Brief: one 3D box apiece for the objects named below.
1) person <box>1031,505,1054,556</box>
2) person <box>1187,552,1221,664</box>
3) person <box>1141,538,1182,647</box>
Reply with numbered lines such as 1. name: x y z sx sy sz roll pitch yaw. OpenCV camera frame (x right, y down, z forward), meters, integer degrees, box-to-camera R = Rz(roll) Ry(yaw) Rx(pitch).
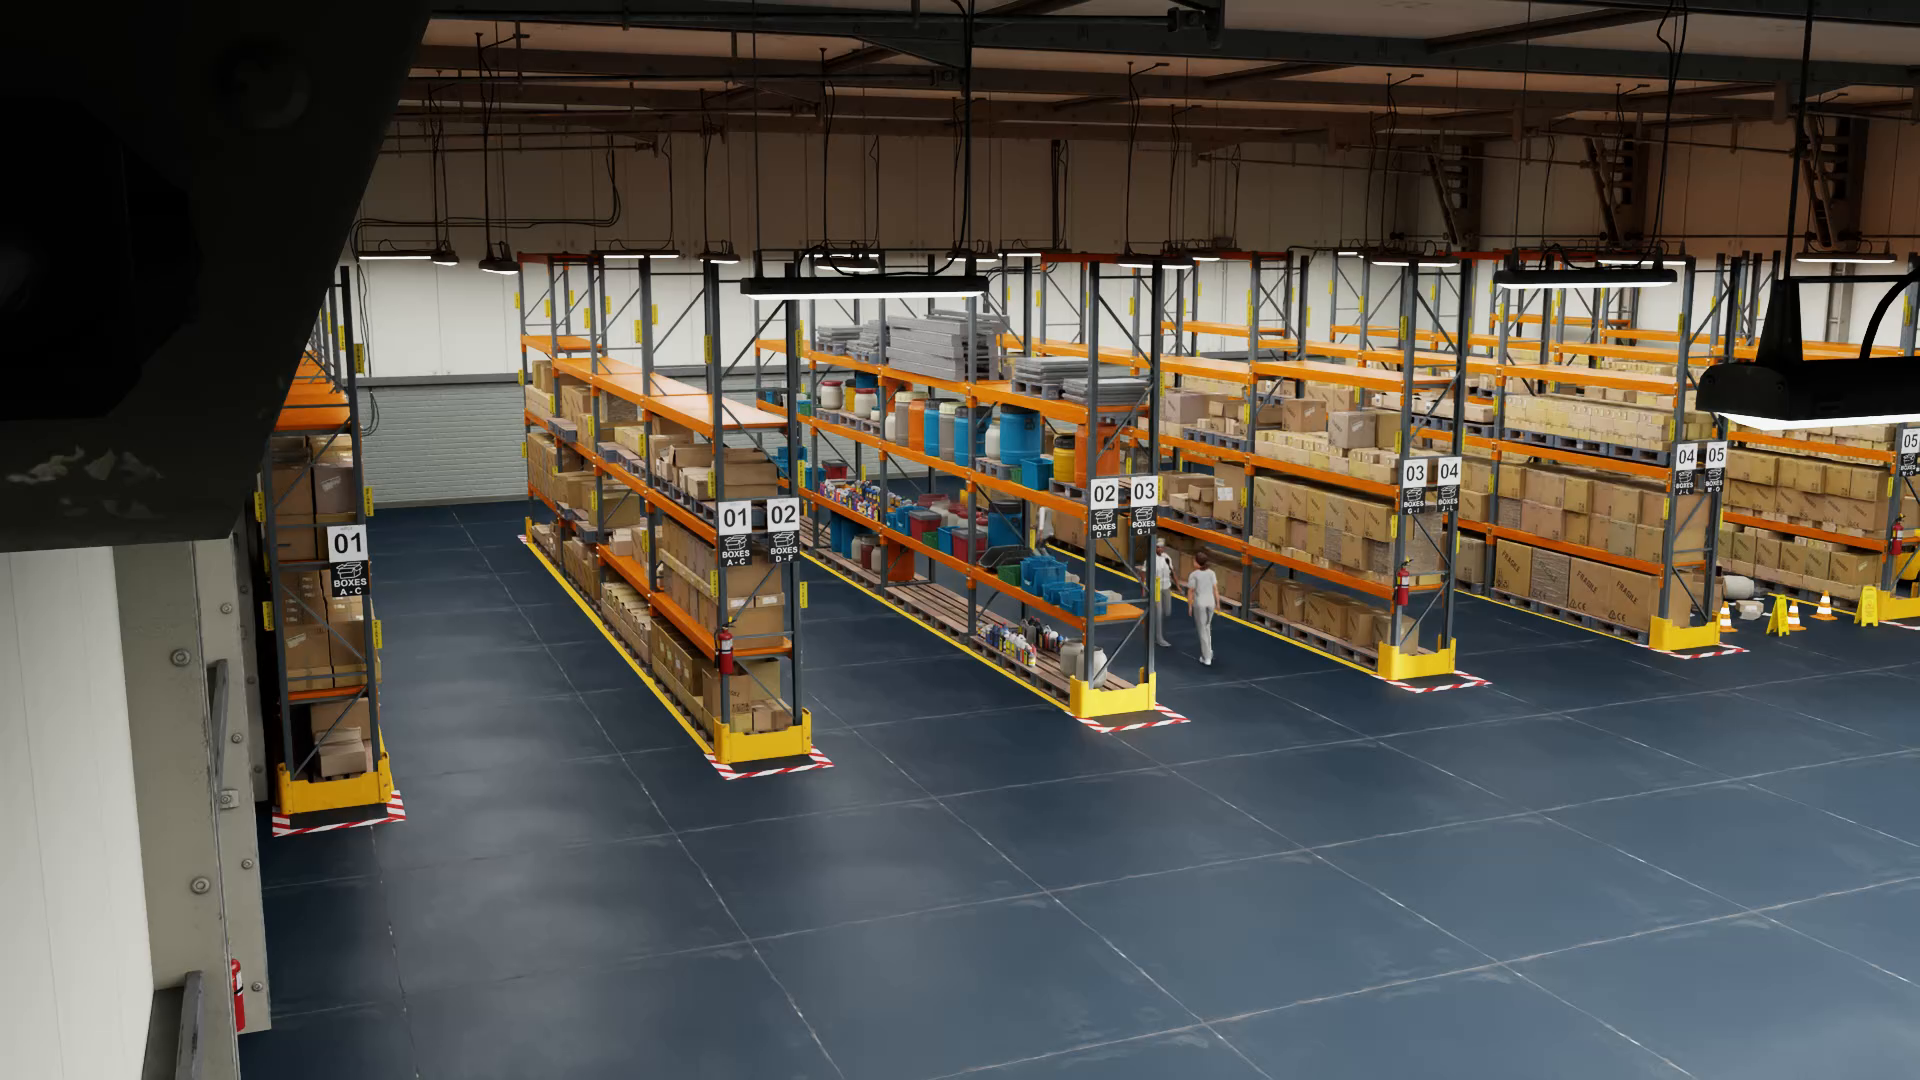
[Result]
1. person: 1.528 -0.167 30.709 0.504 1.461 0.462 8 13 38
2. person: 3.635 1.024 24.844 0.484 1.678 0.527 -3 11 -15
3. person: 3.125 0.772 26.152 0.534 1.684 0.794 -4 11 -23
